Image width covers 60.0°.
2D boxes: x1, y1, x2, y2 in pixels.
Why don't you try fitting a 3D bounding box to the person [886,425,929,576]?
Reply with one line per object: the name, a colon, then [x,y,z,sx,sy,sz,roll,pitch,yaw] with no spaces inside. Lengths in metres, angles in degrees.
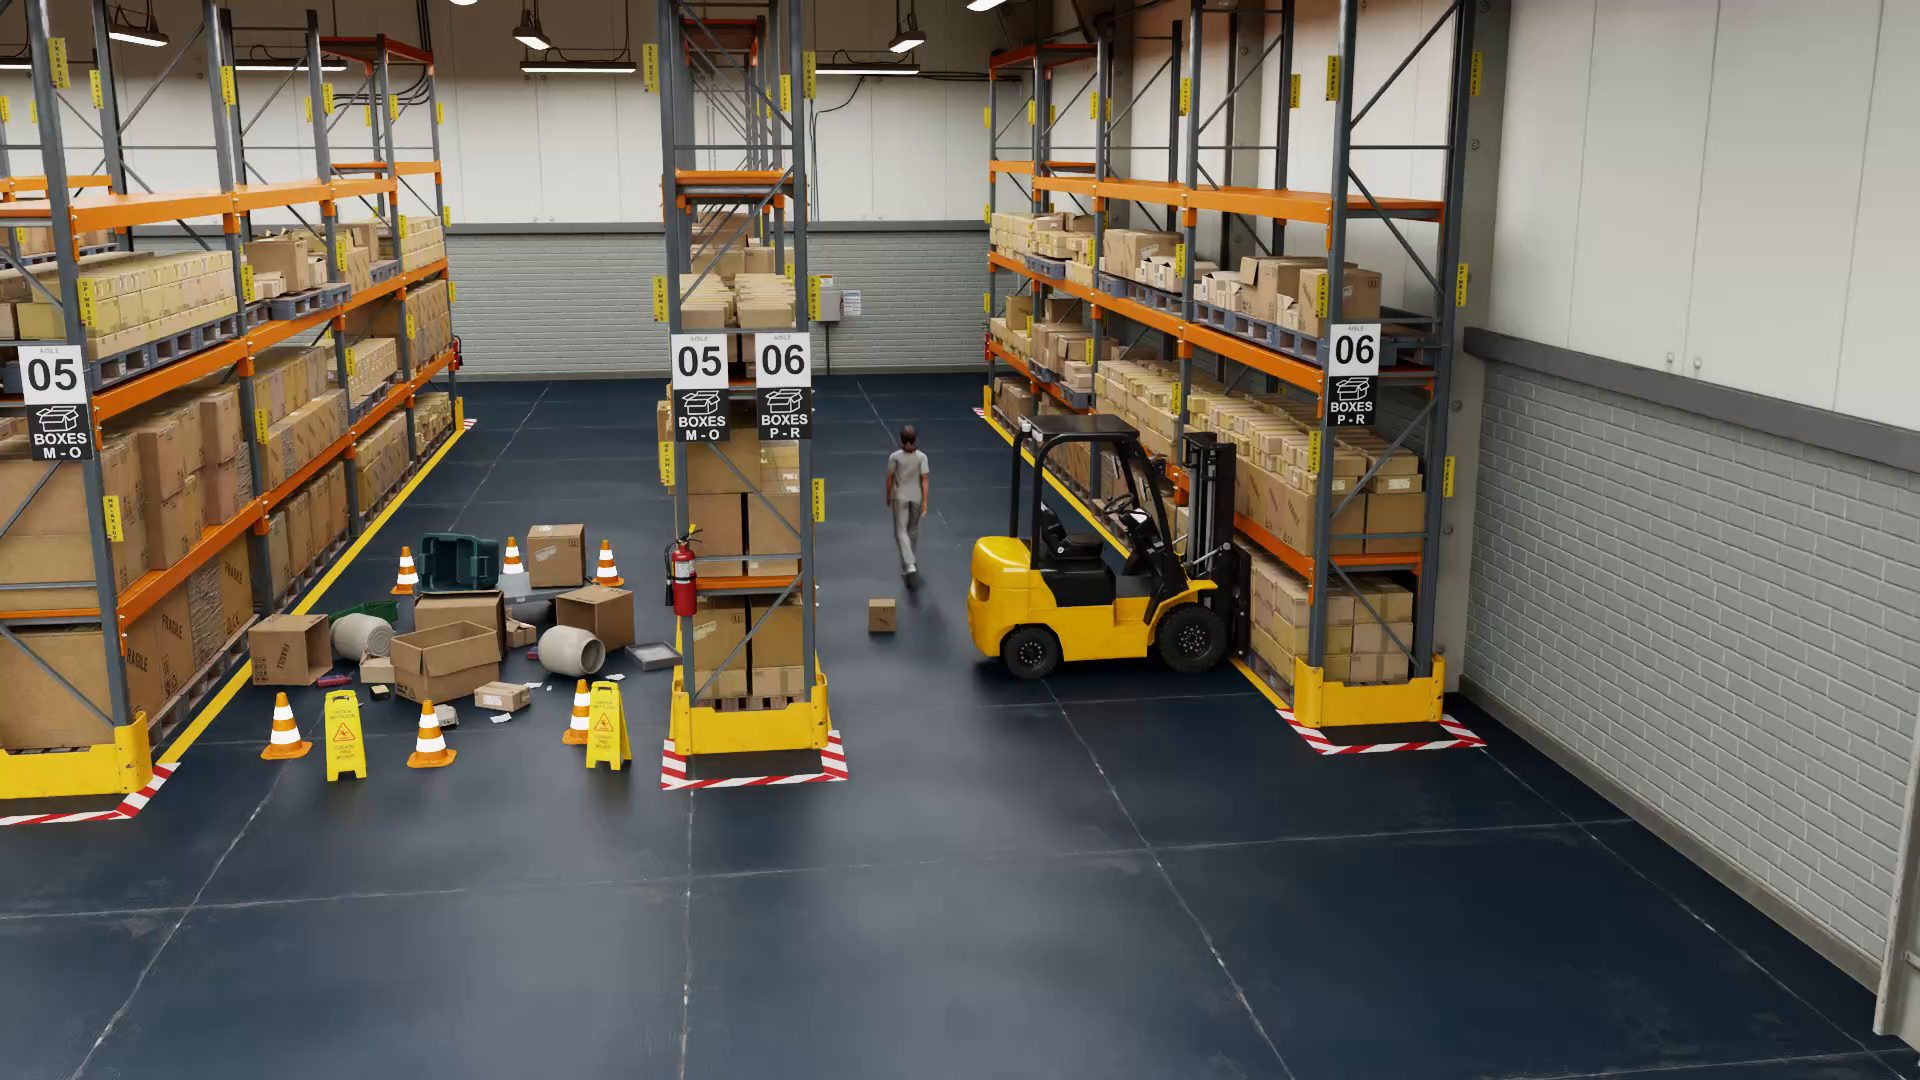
person: [-0.561,-0.427,17.803,0.442,1.623,1.024,-3,14,-14]
